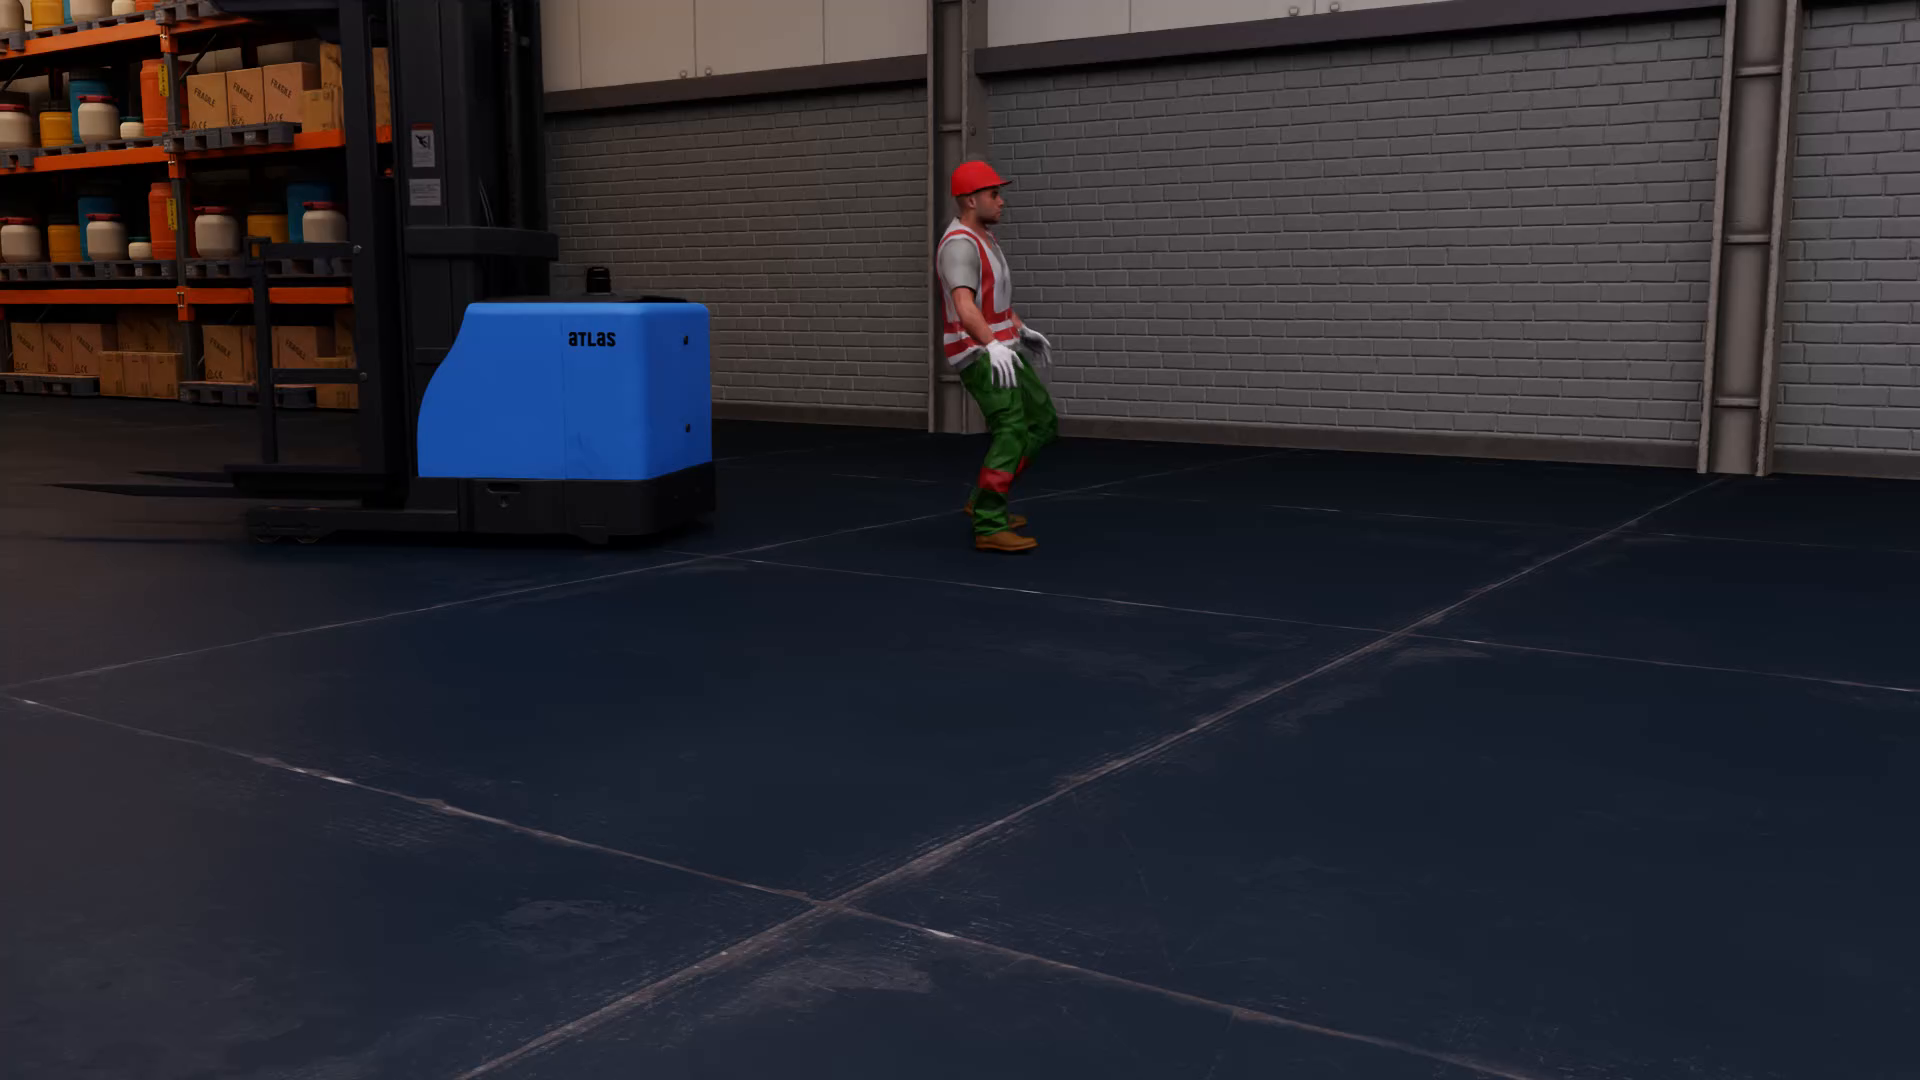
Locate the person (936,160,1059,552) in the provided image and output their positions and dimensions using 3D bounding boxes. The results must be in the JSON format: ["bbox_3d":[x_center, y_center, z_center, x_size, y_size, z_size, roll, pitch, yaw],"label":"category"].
[{"bbox_3d":[0.165,-0.830,7.428,0.546,1.700,0.816,2,8,17],"label":"person"}]

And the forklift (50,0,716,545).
[{"bbox_3d":[-2.758,-1.504,7.767,3.031,2.935,1.130,1,8,9],"label":"forklift"}]
